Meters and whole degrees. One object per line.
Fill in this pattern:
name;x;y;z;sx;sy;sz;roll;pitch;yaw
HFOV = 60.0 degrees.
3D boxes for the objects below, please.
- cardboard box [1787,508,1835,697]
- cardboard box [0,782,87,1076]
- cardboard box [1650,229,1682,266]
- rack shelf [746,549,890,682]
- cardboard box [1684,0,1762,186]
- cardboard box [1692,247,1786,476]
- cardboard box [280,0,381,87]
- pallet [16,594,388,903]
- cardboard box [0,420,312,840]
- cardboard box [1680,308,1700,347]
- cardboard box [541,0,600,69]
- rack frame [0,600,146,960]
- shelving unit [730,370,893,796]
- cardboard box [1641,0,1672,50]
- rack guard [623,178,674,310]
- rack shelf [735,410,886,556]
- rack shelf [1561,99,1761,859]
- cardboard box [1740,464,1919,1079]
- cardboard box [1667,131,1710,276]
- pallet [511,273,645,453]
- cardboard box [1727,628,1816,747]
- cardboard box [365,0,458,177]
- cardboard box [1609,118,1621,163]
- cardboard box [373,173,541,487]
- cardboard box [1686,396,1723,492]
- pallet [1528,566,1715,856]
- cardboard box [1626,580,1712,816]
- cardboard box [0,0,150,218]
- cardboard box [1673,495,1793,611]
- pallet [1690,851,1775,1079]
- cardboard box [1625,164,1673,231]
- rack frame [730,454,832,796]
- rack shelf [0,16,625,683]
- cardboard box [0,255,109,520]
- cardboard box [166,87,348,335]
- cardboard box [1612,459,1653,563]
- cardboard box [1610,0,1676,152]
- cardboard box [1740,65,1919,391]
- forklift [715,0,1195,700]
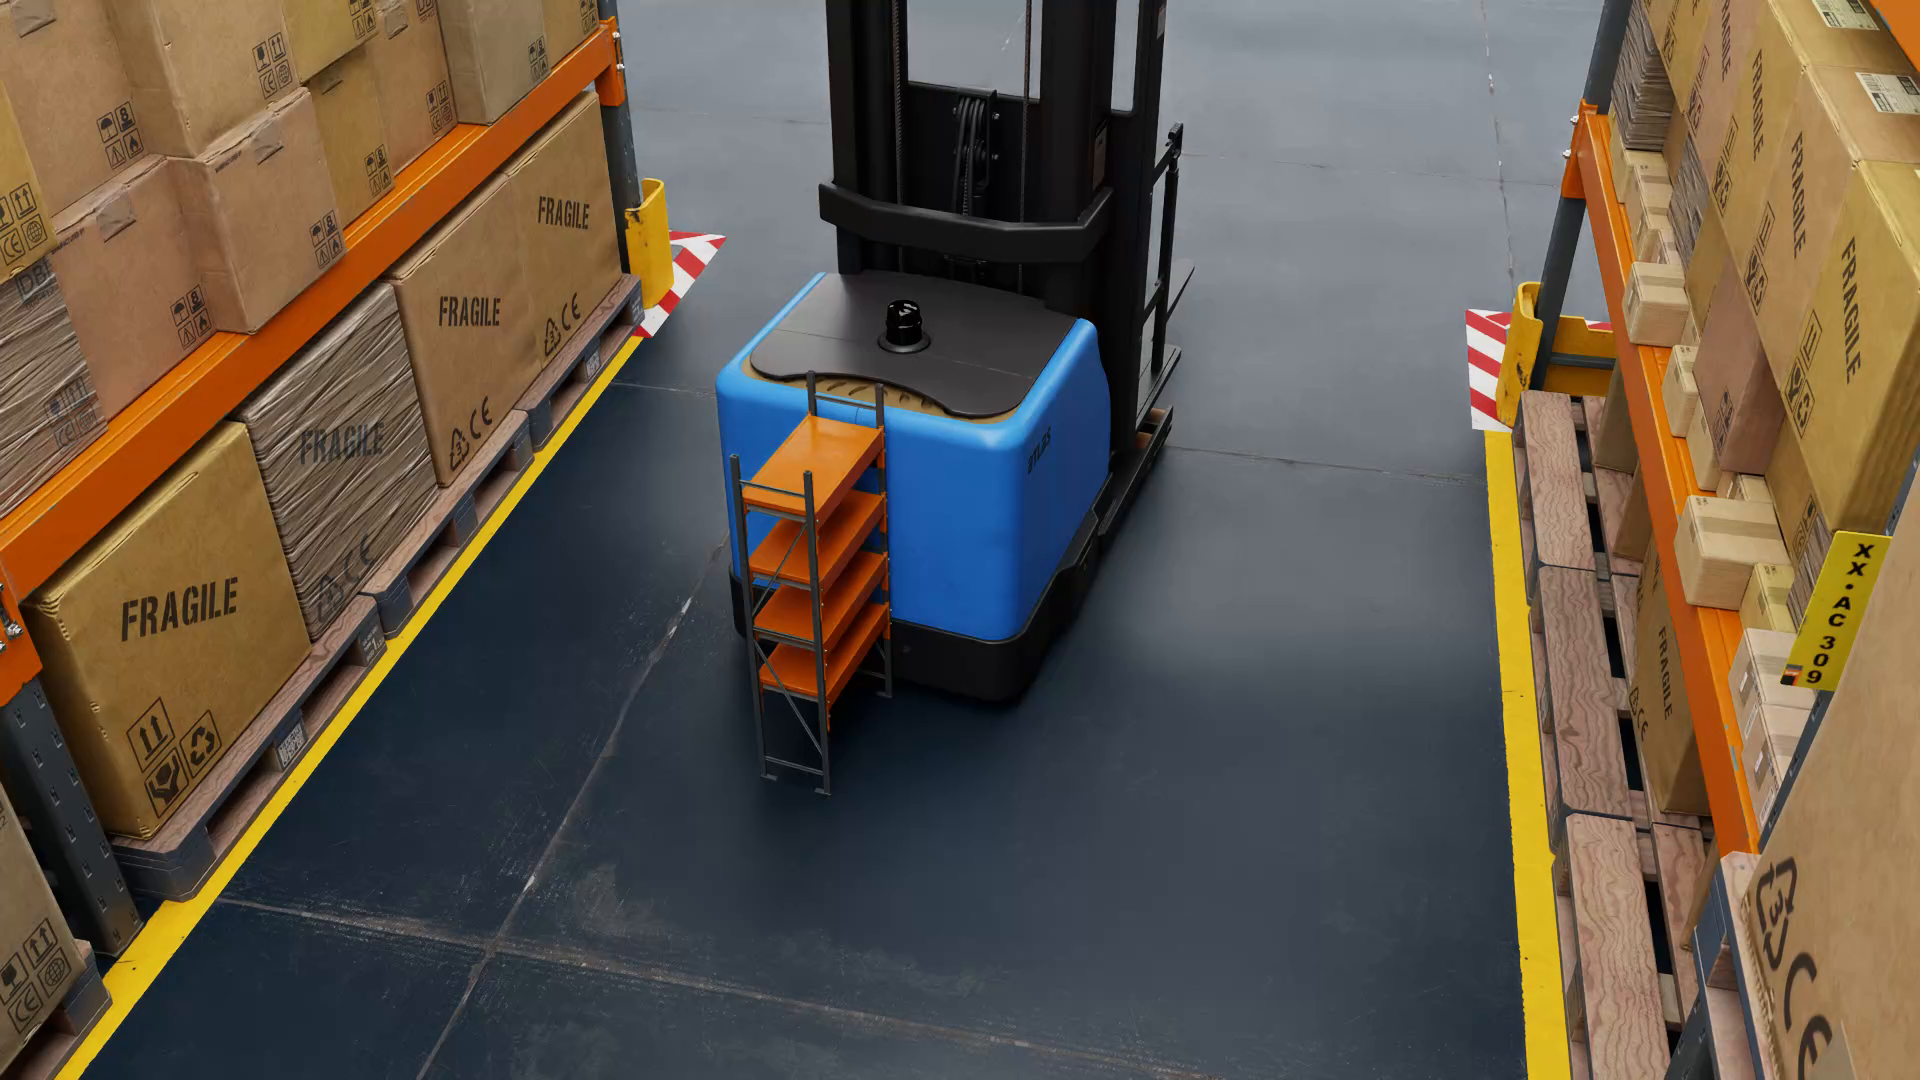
cardboard box;2.160;0.127;3.181;0.875;0.500;0.500;7;37;10
cardboard box;-2.865;0.966;3.920;1.050;0.750;0.750;7;37;10
cardboard box;2.304;-0.803;5.016;0.380;0.149;0.250;7;37;10
rack shelf;-0.424;0.201;5.065;0.258;0.148;0.480;13;38;17
cardboard box;2.155;-1.180;4.131;0.500;0.500;0.500;7;37;10
cardboard box;2.310;-0.455;3.983;0.875;0.500;0.500;7;37;10
cardboard box;-2.349;-1.774;5.094;0.875;0.550;0.500;7;37;10
pallet;-2.581;0.561;5.296;1.003;0.211;1.213;7;37;10
cardboard box;-2.617;0.197;4.875;0.875;0.875;0.875;8;37;11
cardboard box;2.226;-0.512;4.615;0.380;0.149;0.250;7;37;10
cardboard box;-2.001;-2.277;6.708;0.875;0.550;0.550;7;37;10
rack frame;-2.820;-0.142;3.890;1.000;3.000;0.127;7;37;10
shelving unit;-0.424;0.146;5.026;0.258;1.200;0.503;13;38;17
cardboard box;2.361;-1.754;4.924;0.500;0.500;0.500;7;37;10
rack guard;-1.961;-1.437;7.806;1.175;0.500;0.348;7;37;10
rack shelf;-0.424;-0.172;4.795;0.258;0.148;0.480;13;38;17
rack shelf;2.431;-0.318;4.745;1.077;0.370;4.000;7;37;10
cardboard box;1.697;0.563;2.048;1.000;1.000;1.000;8;37;10
cardboard box;2.575;-1.022;4.765;0.875;0.500;0.500;7;37;10
pallet;-2.060;-0.838;7.226;1.003;0.211;1.213;7;37;10
cardboard box;1.825;0.337;3.443;0.380;0.149;0.250;7;37;10
cardboard box;-2.339;-1.654;5.848;0.875;0.550;0.550;7;37;10
cardboard box;2.492;-1.379;5.811;0.380;0.149;0.250;7;37;10
cardboard box;-2.232;-0.843;6.310;0.875;0.875;0.875;7;36;9
cardboard box;2.078;-0.231;4.227;0.380;0.149;0.250;7;37;10
pallet;2.371;0.576;5.276;1.003;0.211;1.213;7;37;10
cardboard box;2.299;0.460;4.831;0.500;0.500;0.500;4;36;6
cardboard box;-2.704;-1.177;4.270;0.875;0.550;0.550;7;37;10
cardboard box;1.882;0.044;3.847;0.380;0.149;0.250;7;37;10
pallet;1.699;1.035;2.429;1.003;0.211;1.213;7;37;10
cardboard box;2.391;-1.092;5.415;0.380;0.149;0.250;7;37;10
rack frame;-0.511;0.280;4.841;0.240;1.200;0.015;13;38;17
rack shelf;-2.393;-0.997;5.683;1.077;0.370;4.000;7;37;10
cardboard box;-2.753;-0.416;4.140;0.875;0.550;0.550;7;37;10
cardboard box;-2.427;-1.029;4.985;0.875;0.550;0.550;7;37;10
cardboard box;2.614;-0.210;5.757;0.500;0.500;0.500;17;39;22
cardboard box;2.714;-1.605;5.569;0.875;0.500;0.500;7;37;10
cardboard box;1.937;-0.607;3.341;0.500;0.500;0.500;7;37;10
forklift;0.222;-1.528;5.861;1.130;2.935;3.031;13;38;17
